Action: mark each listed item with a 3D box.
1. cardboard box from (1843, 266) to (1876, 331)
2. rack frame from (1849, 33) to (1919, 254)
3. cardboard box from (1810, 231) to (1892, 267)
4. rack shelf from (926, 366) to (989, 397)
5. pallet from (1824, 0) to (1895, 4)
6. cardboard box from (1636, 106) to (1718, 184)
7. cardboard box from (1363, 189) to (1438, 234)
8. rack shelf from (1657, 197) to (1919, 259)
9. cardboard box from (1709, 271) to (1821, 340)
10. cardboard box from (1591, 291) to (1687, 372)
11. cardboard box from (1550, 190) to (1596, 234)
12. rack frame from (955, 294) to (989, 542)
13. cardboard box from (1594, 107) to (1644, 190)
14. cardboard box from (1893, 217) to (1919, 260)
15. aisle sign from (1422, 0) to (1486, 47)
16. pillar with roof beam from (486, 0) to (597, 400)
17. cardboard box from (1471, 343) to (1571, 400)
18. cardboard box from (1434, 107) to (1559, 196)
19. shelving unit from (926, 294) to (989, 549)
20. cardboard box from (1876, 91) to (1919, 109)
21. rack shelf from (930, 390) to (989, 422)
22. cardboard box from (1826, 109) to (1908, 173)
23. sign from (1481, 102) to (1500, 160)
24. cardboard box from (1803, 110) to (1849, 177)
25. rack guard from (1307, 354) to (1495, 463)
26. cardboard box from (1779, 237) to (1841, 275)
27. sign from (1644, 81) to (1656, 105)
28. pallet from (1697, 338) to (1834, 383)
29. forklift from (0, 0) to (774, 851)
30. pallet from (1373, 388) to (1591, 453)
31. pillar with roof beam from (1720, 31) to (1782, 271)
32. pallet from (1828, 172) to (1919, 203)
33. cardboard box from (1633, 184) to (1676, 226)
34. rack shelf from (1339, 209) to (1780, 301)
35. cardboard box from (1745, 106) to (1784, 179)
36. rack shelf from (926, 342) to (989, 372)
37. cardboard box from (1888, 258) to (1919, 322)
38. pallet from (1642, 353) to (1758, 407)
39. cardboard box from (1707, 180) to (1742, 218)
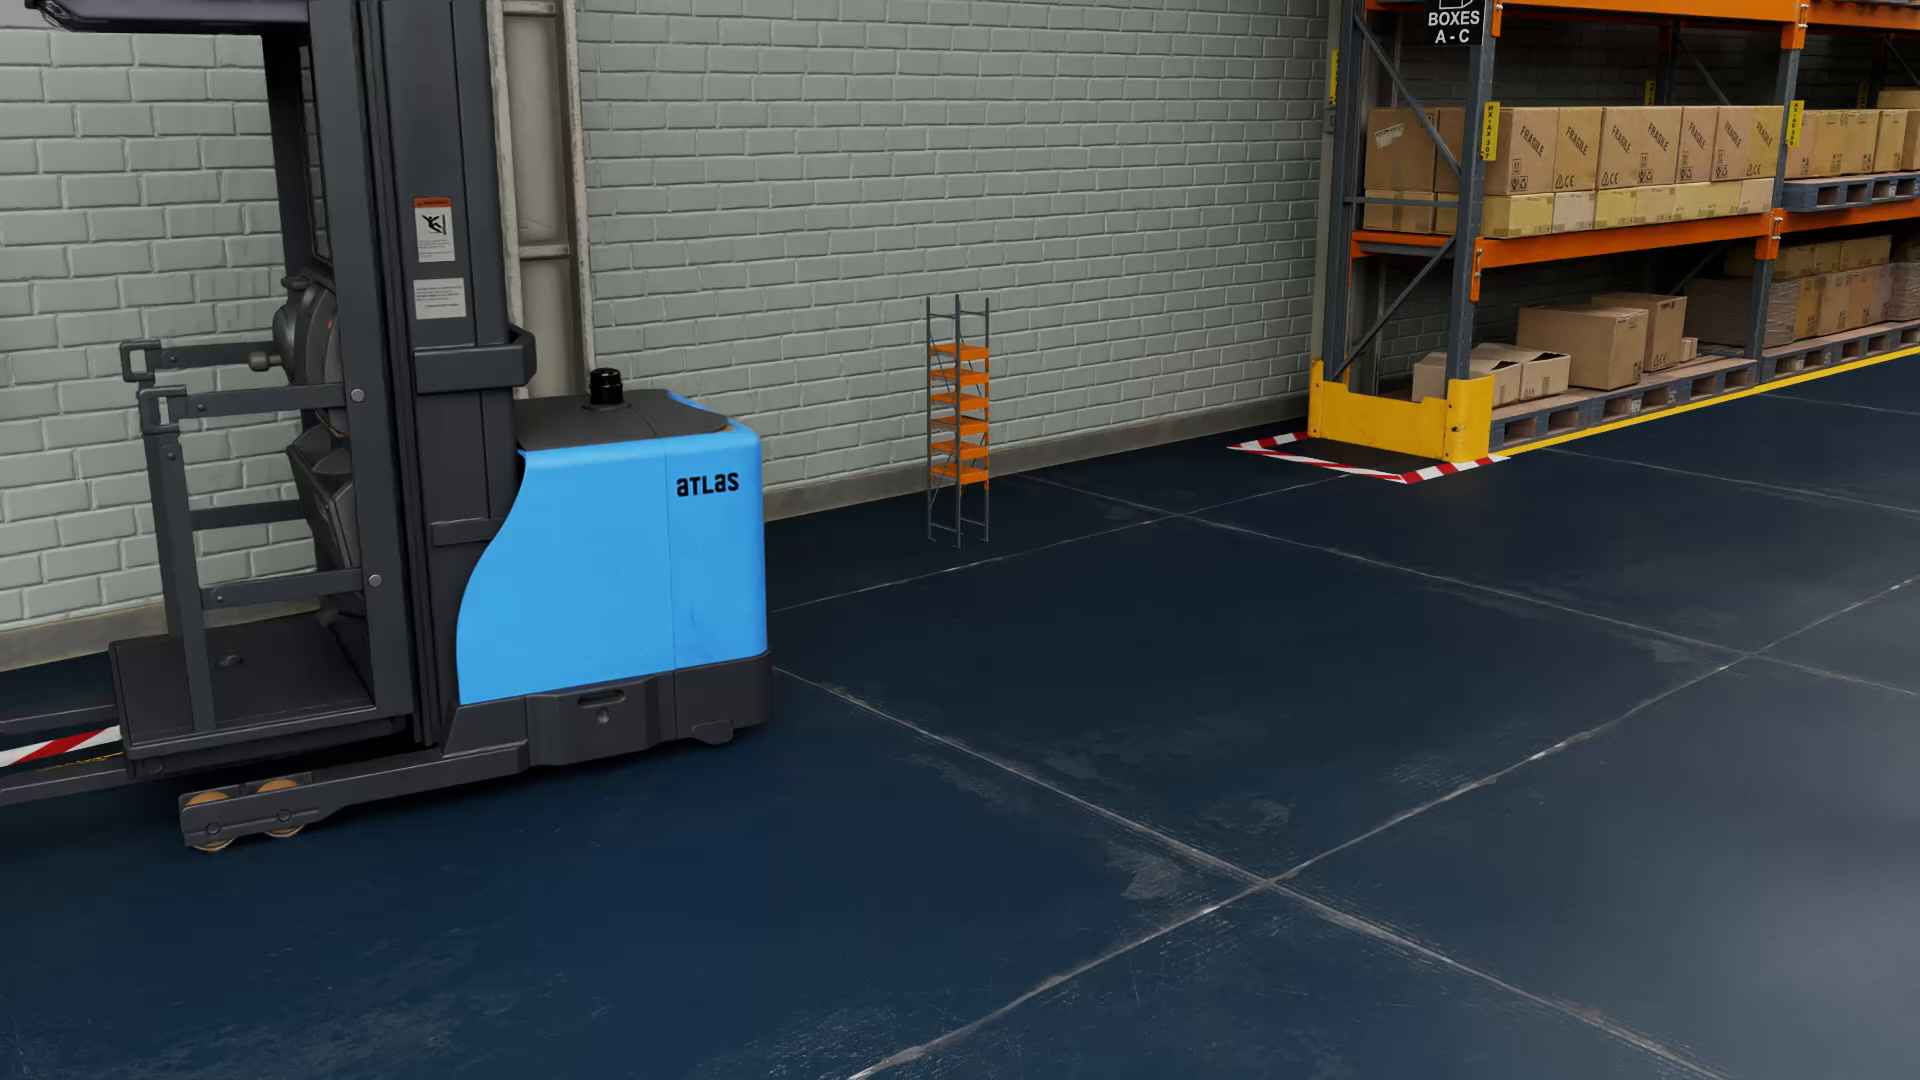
[{"bbox_3d":[7.389,-2.108,14.321,0.500,0.500,0.700,-13,20,-40],"label":"cardboard box"},{"bbox_3d":[8.719,-3.390,15.127,0.127,3.000,1.000,-13,19,-39],"label":"rack frame"},{"bbox_3d":[7.739,-2.540,14.486,0.500,0.250,0.500,-12,19,-38],"label":"cardboard box"},{"bbox_3d":[-0.011,-0.766,8.036,0.180,0.103,0.258,-13,19,-39],"label":"rack shelf"},{"bbox_3d":[6.237,-4.154,12.542,1.003,0.211,1.213,-13,19,-39],"label":"pallet"},{"bbox_3d":[4.788,-2.702,11.353,0.500,0.500,0.500,-13,20,-41],"label":"cardboard box"},{"bbox_3d":[2.910,-2.089,10.508,0.500,0.250,0.500,-12,19,-39],"label":"cardboard box"},{"bbox_3d":[7.210,-2.703,13.952,4.000,0.370,1.077,-13,19,-39],"label":"rack shelf"},{"bbox_3d":[6.603,-1.942,13.700,0.500,0.500,0.700,-13,20,-40],"label":"cardboard box"},{"bbox_3d":[4.945,-1.533,12.169,0.500,0.500,0.500,14,21,43],"label":"cardboard box"},{"bbox_3d":[3.643,-2.083,10.488,0.500,0.250,0.500,-13,20,-41],"label":"cardboard box"},{"bbox_3d":[0.058,-0.593,8.144,0.006,1.200,0.240,-13,19,-39],"label":"rack frame"},{"bbox_3d":[4.015,-2.524,10.687,0.500,0.500,0.500,-13,20,-41],"label":"cardboard box"},{"bbox_3d":[9.360,-2.653,15.721,0.750,0.750,0.750,-13,20,-40],"label":"cardboard box"},{"bbox_3d":[2.827,-3.220,9.454,0.004,0.787,0.394,-13,19,-39],"label":"aisle sign"},{"bbox_3d":[0.944,-3.365,3.411,0.400,9.000,9.100,-13,19,-39],"label":"pillar with roof beam"},{"bbox_3d":[3.695,-1.144,11.079,0.500,0.311,0.500,-11,18,-35],"label":"cardboard box"},{"bbox_3d":[3.242,-2.356,10.057,0.500,0.500,0.500,-13,19,-39],"label":"cardboard box"},{"bbox_3d":[-0.011,-0.577,8.086,0.189,1.200,0.258,-13,19,-39],"label":"shelving unit"},{"bbox_3d":[8.246,-3.842,14.518,0.380,0.149,0.250,12,19,38],"label":"cardboard box"},{"bbox_3d":[-0.011,-0.650,8.066,0.180,0.103,0.258,-13,19,-39],"label":"rack shelf"},{"bbox_3d":[7.446,-3.354,13.946,0.500,0.500,0.700,-13,19,-39],"label":"cardboard box"},{"bbox_3d":[3.040,-2.347,9.547,0.005,0.325,0.100,-13,19,-39],"label":"sign"},{"bbox_3d":[6.534,-3.146,13.168,0.500,0.500,0.700,-10,18,-34],"label":"cardboard box"},{"bbox_3d":[2.742,-0.840,10.424,0.348,0.500,1.175,-13,19,-39],"label":"rack guard"},{"bbox_3d":[6.966,-2.371,13.853,0.500,0.250,0.500,-13,20,-41],"label":"cardboard box"},{"bbox_3d":[5.335,-3.379,12.843,0.005,0.325,0.100,-13,19,-39],"label":"sign"},{"bbox_3d":[6.288,-1.497,13.445,1.213,0.211,1.003,-13,19,-39],"label":"pallet"},{"bbox_3d":[-2.183,-0.664,5.058,3.031,2.935,1.130,-8,17,-27],"label":"forklift"},{"bbox_3d":[3.378,-0.831,10.951,1.213,0.211,1.003,-13,19,-39],"label":"pallet"},{"bbox_3d":[9.997,-5.398,11.021,0.400,9.000,9.100,-13,19,-39],"label":"pillar with roof beam"},{"bbox_3d":[7.253,-2.954,13.867,1.213,0.211,1.003,-13,19,-39],"label":"pallet"},{"bbox_3d":[4.414,-2.254,11.126,0.500,0.250,0.500,-12,19,-39],"label":"cardboard box"},{"bbox_3d":[4.193,-2.026,11.415,4.000,0.370,1.077,-13,19,-39],"label":"rack shelf"},{"bbox_3d":[5.548,-2.871,11.985,0.500,0.500,0.500,-13,20,-39],"label":"cardboard box"},{"bbox_3d":[-0.011,-0.882,8.005,0.180,0.103,0.258,-13,19,-39],"label":"rack shelf"},{"bbox_3d":[8.210,-2.262,14.898,0.500,0.500,0.700,-12,19,-39],"label":"cardboard box"},{"bbox_3d":[5.218,-1.244,12.499,1.213,0.211,1.003,-13,19,-39],"label":"pallet"},{"bbox_3d":[5.162,-2.427,11.776,0.500,0.250,0.500,-13,19,-39],"label":"cardboard box"}]
